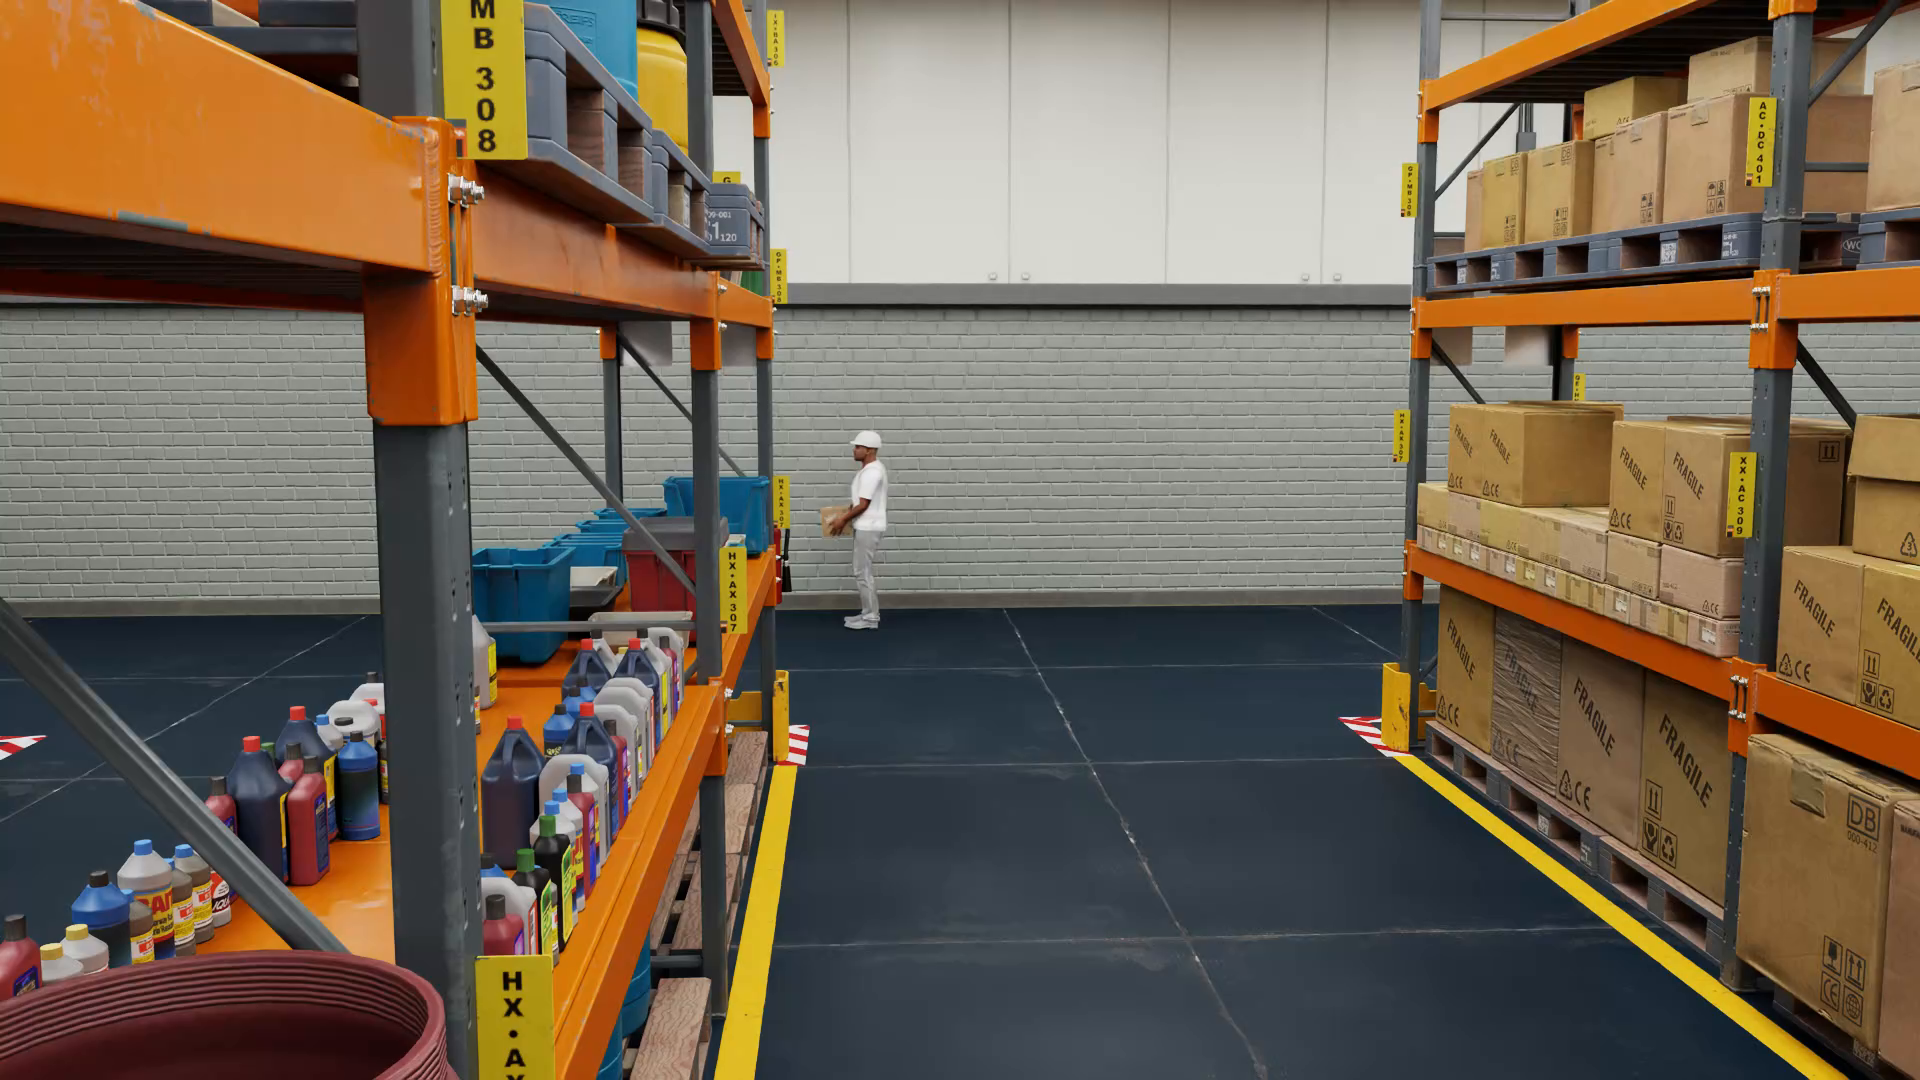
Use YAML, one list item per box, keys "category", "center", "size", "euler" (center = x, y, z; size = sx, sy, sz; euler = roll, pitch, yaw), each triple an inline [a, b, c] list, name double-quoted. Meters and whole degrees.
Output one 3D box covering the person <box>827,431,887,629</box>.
- category: "person"
  center: [-0.920, -0.094, 14.920]
  size: [0.541, 1.770, 0.548]
  euler: [-1, 7, -4]
